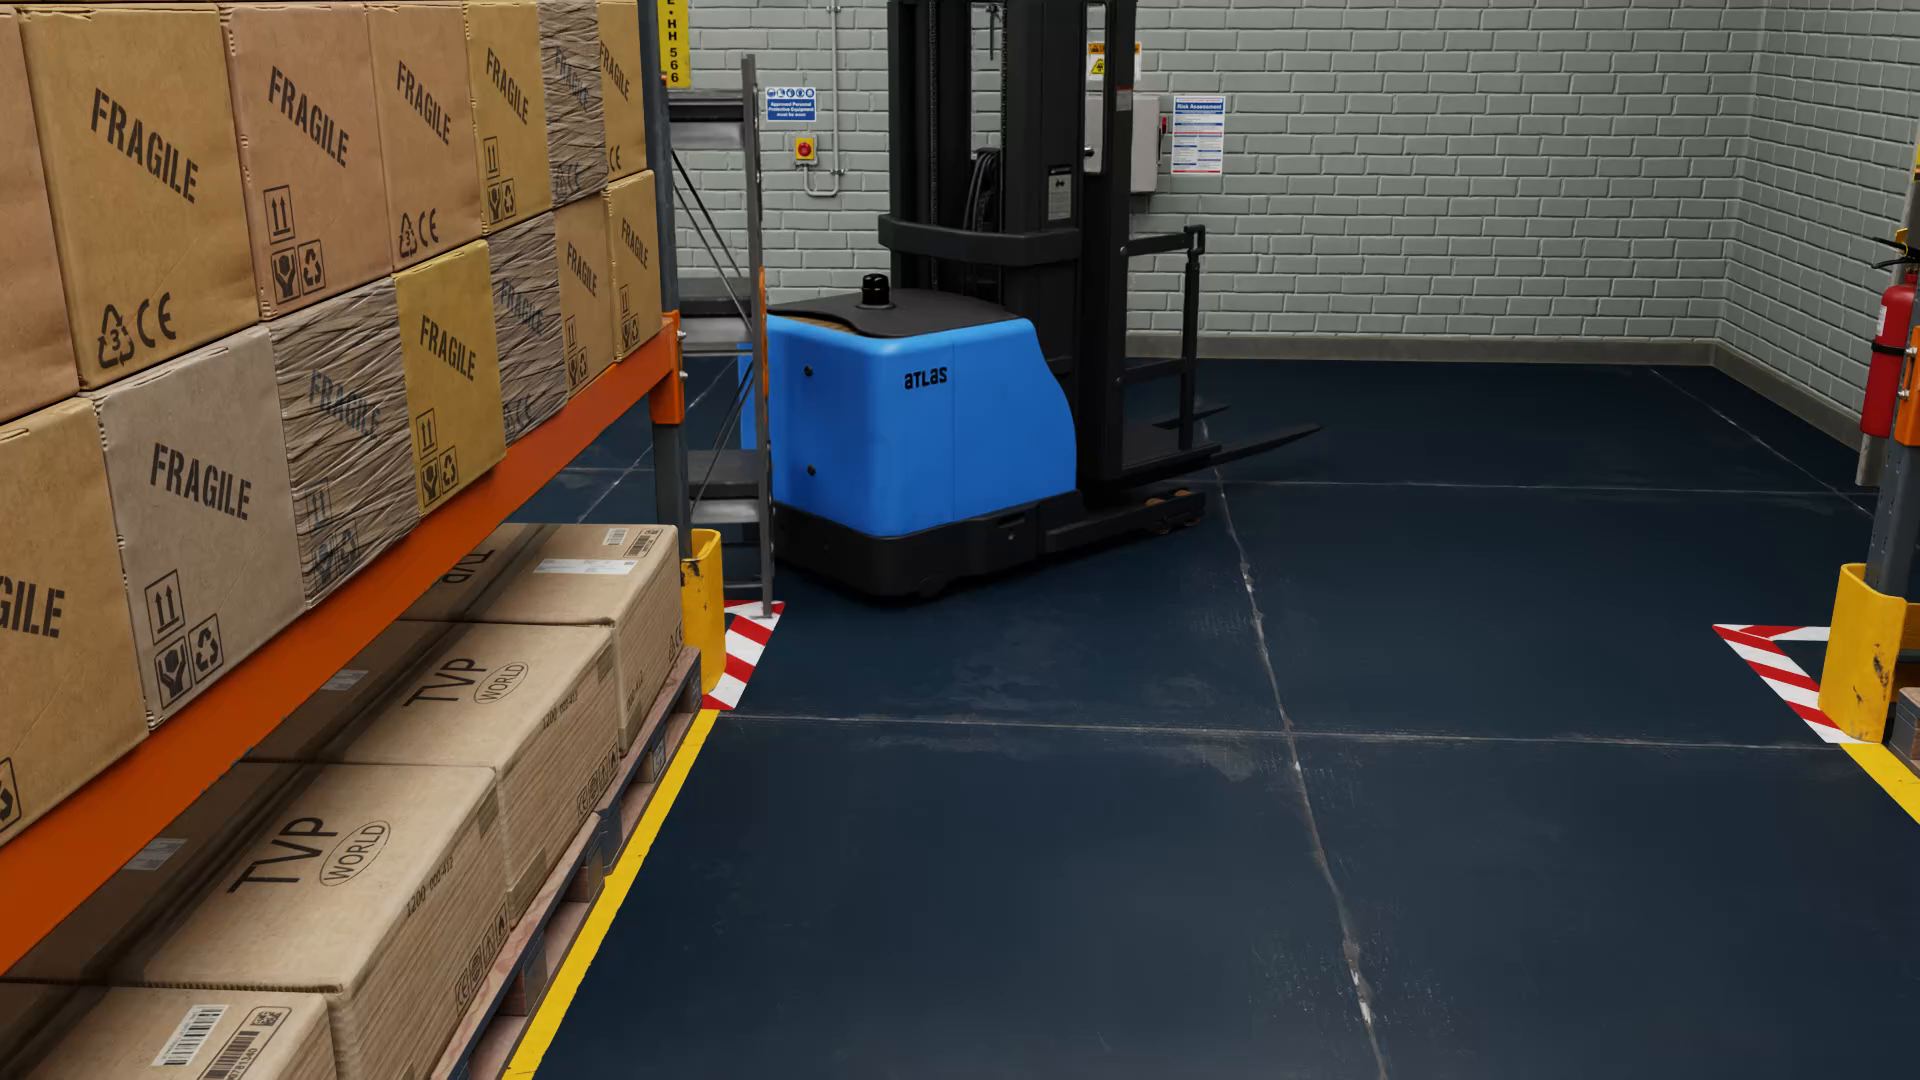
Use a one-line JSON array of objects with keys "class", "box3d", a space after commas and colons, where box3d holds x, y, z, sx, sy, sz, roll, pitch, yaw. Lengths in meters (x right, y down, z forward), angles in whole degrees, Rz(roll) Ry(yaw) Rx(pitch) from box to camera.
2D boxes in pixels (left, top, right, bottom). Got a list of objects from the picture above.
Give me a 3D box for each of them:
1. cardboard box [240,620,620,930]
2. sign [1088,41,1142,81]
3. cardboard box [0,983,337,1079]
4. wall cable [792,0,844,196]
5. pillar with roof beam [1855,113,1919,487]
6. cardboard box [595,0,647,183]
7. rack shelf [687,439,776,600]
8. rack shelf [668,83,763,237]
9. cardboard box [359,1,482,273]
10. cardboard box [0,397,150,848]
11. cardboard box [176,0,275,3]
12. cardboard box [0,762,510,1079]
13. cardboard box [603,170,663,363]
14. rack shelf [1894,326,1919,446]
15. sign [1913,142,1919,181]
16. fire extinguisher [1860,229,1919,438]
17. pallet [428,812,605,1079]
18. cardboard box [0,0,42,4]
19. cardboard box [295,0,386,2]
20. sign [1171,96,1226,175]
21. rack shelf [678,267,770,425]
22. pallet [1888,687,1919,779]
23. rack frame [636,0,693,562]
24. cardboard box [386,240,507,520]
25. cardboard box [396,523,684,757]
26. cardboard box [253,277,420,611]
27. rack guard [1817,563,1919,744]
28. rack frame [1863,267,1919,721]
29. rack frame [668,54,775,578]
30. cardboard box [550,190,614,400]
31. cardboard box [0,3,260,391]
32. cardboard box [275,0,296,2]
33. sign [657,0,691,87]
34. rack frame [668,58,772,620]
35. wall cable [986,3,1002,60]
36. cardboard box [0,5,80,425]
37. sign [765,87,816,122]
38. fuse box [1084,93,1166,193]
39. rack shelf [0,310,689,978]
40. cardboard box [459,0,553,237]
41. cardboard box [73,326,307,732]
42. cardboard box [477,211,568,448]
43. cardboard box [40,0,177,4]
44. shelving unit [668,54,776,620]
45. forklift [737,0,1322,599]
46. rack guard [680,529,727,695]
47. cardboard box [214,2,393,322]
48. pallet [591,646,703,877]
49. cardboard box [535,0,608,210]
[{"class": "cardboard box", "box3d": [-1.444, 0.570, 4.308, 0.875, 0.438, 0.875, 2, 18, 5]}, {"class": "sign", "box3d": [0.986, -3.058, 10.611, 0.339, 0.242, 0.001, 1, 18, 4]}, {"class": "cardboard box", "box3d": [-1.574, 1.128, 2.604, 0.875, 0.438, 0.875, 1, 18, 3]}, {"class": "wall cable", "box3d": [-1.059, -3.189, 10.658, 0.585, 1.953, 0.123, 1, 18, 4]}, {"class": "pillar with roof beam", "box3d": [0.310, -4.595, 6.993, 9.100, 9.000, 0.400, 1, 18, 4]}, {"class": "cardboard box", "box3d": [-1.237, -1.308, 4.830, 0.500, 0.500, 0.500, 2, 18, 6]}, {"class": "rack shelf", "box3d": [-0.953, -0.083, 6.595, 0.431, 0.518, 0.480, -2, 18, -5]}, {"class": "rack shelf", "box3d": [-0.953, -1.413, 6.159, 0.431, 0.518, 0.480, -2, 18, -5]}, {"class": "cardboard box", "box3d": [-1.321, -0.835, 3.388, 0.500, 0.500, 0.500, 1, 18, 4]}, {"class": "cardboard box", "box3d": [-1.431, 0.115, 2.094, 0.500, 0.500, 0.500, 2, 18, 6]}, {"class": "cardboard box", "box3d": [-1.339, -0.939, 2.663, 0.380, 0.149, 0.250, 1, 18, 2]}, {"class": "cardboard box", "box3d": [-1.511, 0.850, 3.453, 0.875, 0.438, 0.875, 1, 18, 2]}, {"class": "cardboard box", "box3d": [-1.210, -0.832, 4.984, 0.500, 0.500, 0.500, 1, 18, 4]}, {"class": "rack shelf", "box3d": [3.368, 0.133, 3.356, 1.077, 0.370, 4.000, 1, 18, 4]}, {"class": "sign", "box3d": [2.970, -1.254, 5.042, 0.100, 0.325, 0.005, 1, 18, 4]}, {"class": "fire extinguisher", "box3d": [3.061, -0.672, 5.381, 0.296, 0.674, 0.183, 1, 18, 4]}, {"class": "pallet", "box3d": [-1.509, 1.013, 3.992, 1.003, 0.211, 1.213, 1, 18, 4]}, {"class": "cardboard box", "box3d": [-1.466, -0.781, 2.182, 0.380, 0.149, 0.250, 1, 18, 3]}, {"class": "cardboard box", "box3d": [-1.317, -1.093, 3.135, 0.380, 0.149, 0.250, 1, 18, 4]}, {"class": "sign", "box3d": [1.534, -2.608, 10.717, 0.329, 0.494, 0.001, 1, 18, 4]}, {"class": "rack shelf", "box3d": [-0.953, -0.748, 6.377, 0.431, 0.518, 0.480, -2, 18, -5]}, {"class": "pallet", "box3d": [3.450, 0.766, 4.746, 1.003, 0.211, 1.213, 1, 18, 4]}, {"class": "rack frame", "box3d": [-1.439, -0.940, 5.474, 1.000, 3.000, 0.127, 1, 18, 4]}, {"class": "cardboard box", "box3d": [-1.312, -0.356, 3.530, 0.500, 0.500, 0.500, 2, 18, 6]}, {"class": "cardboard box", "box3d": [-1.387, 0.285, 5.176, 0.875, 0.438, 0.875, 1, 18, 2]}, {"class": "cardboard box", "box3d": [-1.349, -0.196, 3.042, 0.500, 0.500, 0.500, 1, 18, 4]}, {"class": "rack guard", "box3d": [3.506, 0.381, 5.457, 1.175, 0.500, 0.348, 1, 18, 4]}, {"class": "rack frame", "box3d": [3.512, -0.830, 5.140, 1.000, 3.000, 0.127, 1, 18, 4]}, {"class": "rack frame", "box3d": [-0.974, -0.837, 6.604, 0.400, 2.100, 0.015, -2, 18, -5]}, {"class": "cardboard box", "box3d": [-1.261, -0.676, 4.509, 0.500, 0.500, 0.500, 1, 18, 3]}, {"class": "cardboard box", "box3d": [-1.408, -0.520, 2.425, 0.500, 0.500, 0.500, 1, 18, 3]}, {"class": "cardboard box", "box3d": [-1.403, -1.019, 2.906, 0.380, 0.149, 0.250, 1, 18, 4]}, {"class": "sign", "box3d": [-0.899, -1.586, 5.207, 0.100, 0.325, 0.005, 1, 18, 4]}, {"class": "rack frame", "box3d": [-0.932, -0.685, 6.142, 0.400, 2.100, 0.015, -2, 18, -5]}, {"class": "wall cable", "box3d": [0.357, -3.147, 10.577, 0.588, 1.984, 0.122, 1, 18, 4]}, {"class": "cardboard box", "box3d": [-1.450, -0.363, 1.947, 0.500, 0.500, 0.500, 1, 18, 4]}, {"class": "sign", "box3d": [-1.102, -2.840, 10.840, 0.327, 0.218, 0.001, 1, 18, 4]}, {"class": "fuse box", "box3d": [1.026, -1.987, 10.740, 0.539, 1.711, 0.414, 1, 18, 4]}, {"class": "rack shelf", "box3d": [-1.583, 0.023, 3.691, 1.077, 0.370, 4.000, 1, 18, 4]}, {"class": "cardboard box", "box3d": [-1.283, -0.991, 3.864, 0.500, 0.500, 0.500, 1, 18, 4]}, {"class": "cardboard box", "box3d": [-1.391, -0.041, 2.571, 0.500, 0.500, 0.500, 1, 18, 4]}, {"class": "cardboard box", "box3d": [-1.288, -0.516, 4.021, 0.500, 0.500, 0.500, 2, 18, 6]}, {"class": "cardboard box", "box3d": [-1.387, -0.857, 2.413, 0.380, 0.149, 0.250, 1, 18, 4]}, {"class": "shelving unit", "box3d": [-0.953, -0.761, 6.373, 0.431, 2.100, 0.503, -2, 18, -5]}, {"class": "forklift", "box3d": [0.493, -1.524, 7.365, 3.031, 2.935, 1.130, -15, 24, -39]}, {"class": "rack guard", "box3d": [-1.438, 0.240, 5.886, 1.175, 0.500, 0.348, 1, 18, 4]}, {"class": "cardboard box", "box3d": [-1.360, -0.678, 2.910, 0.500, 0.500, 0.500, 2, 18, 5]}, {"class": "pallet", "box3d": [-1.419, 0.635, 5.145, 1.003, 0.211, 1.213, 1, 18, 4]}, {"class": "cardboard box", "box3d": [-1.245, -1.145, 4.333, 0.500, 0.500, 0.500, 1, 18, 4]}]
